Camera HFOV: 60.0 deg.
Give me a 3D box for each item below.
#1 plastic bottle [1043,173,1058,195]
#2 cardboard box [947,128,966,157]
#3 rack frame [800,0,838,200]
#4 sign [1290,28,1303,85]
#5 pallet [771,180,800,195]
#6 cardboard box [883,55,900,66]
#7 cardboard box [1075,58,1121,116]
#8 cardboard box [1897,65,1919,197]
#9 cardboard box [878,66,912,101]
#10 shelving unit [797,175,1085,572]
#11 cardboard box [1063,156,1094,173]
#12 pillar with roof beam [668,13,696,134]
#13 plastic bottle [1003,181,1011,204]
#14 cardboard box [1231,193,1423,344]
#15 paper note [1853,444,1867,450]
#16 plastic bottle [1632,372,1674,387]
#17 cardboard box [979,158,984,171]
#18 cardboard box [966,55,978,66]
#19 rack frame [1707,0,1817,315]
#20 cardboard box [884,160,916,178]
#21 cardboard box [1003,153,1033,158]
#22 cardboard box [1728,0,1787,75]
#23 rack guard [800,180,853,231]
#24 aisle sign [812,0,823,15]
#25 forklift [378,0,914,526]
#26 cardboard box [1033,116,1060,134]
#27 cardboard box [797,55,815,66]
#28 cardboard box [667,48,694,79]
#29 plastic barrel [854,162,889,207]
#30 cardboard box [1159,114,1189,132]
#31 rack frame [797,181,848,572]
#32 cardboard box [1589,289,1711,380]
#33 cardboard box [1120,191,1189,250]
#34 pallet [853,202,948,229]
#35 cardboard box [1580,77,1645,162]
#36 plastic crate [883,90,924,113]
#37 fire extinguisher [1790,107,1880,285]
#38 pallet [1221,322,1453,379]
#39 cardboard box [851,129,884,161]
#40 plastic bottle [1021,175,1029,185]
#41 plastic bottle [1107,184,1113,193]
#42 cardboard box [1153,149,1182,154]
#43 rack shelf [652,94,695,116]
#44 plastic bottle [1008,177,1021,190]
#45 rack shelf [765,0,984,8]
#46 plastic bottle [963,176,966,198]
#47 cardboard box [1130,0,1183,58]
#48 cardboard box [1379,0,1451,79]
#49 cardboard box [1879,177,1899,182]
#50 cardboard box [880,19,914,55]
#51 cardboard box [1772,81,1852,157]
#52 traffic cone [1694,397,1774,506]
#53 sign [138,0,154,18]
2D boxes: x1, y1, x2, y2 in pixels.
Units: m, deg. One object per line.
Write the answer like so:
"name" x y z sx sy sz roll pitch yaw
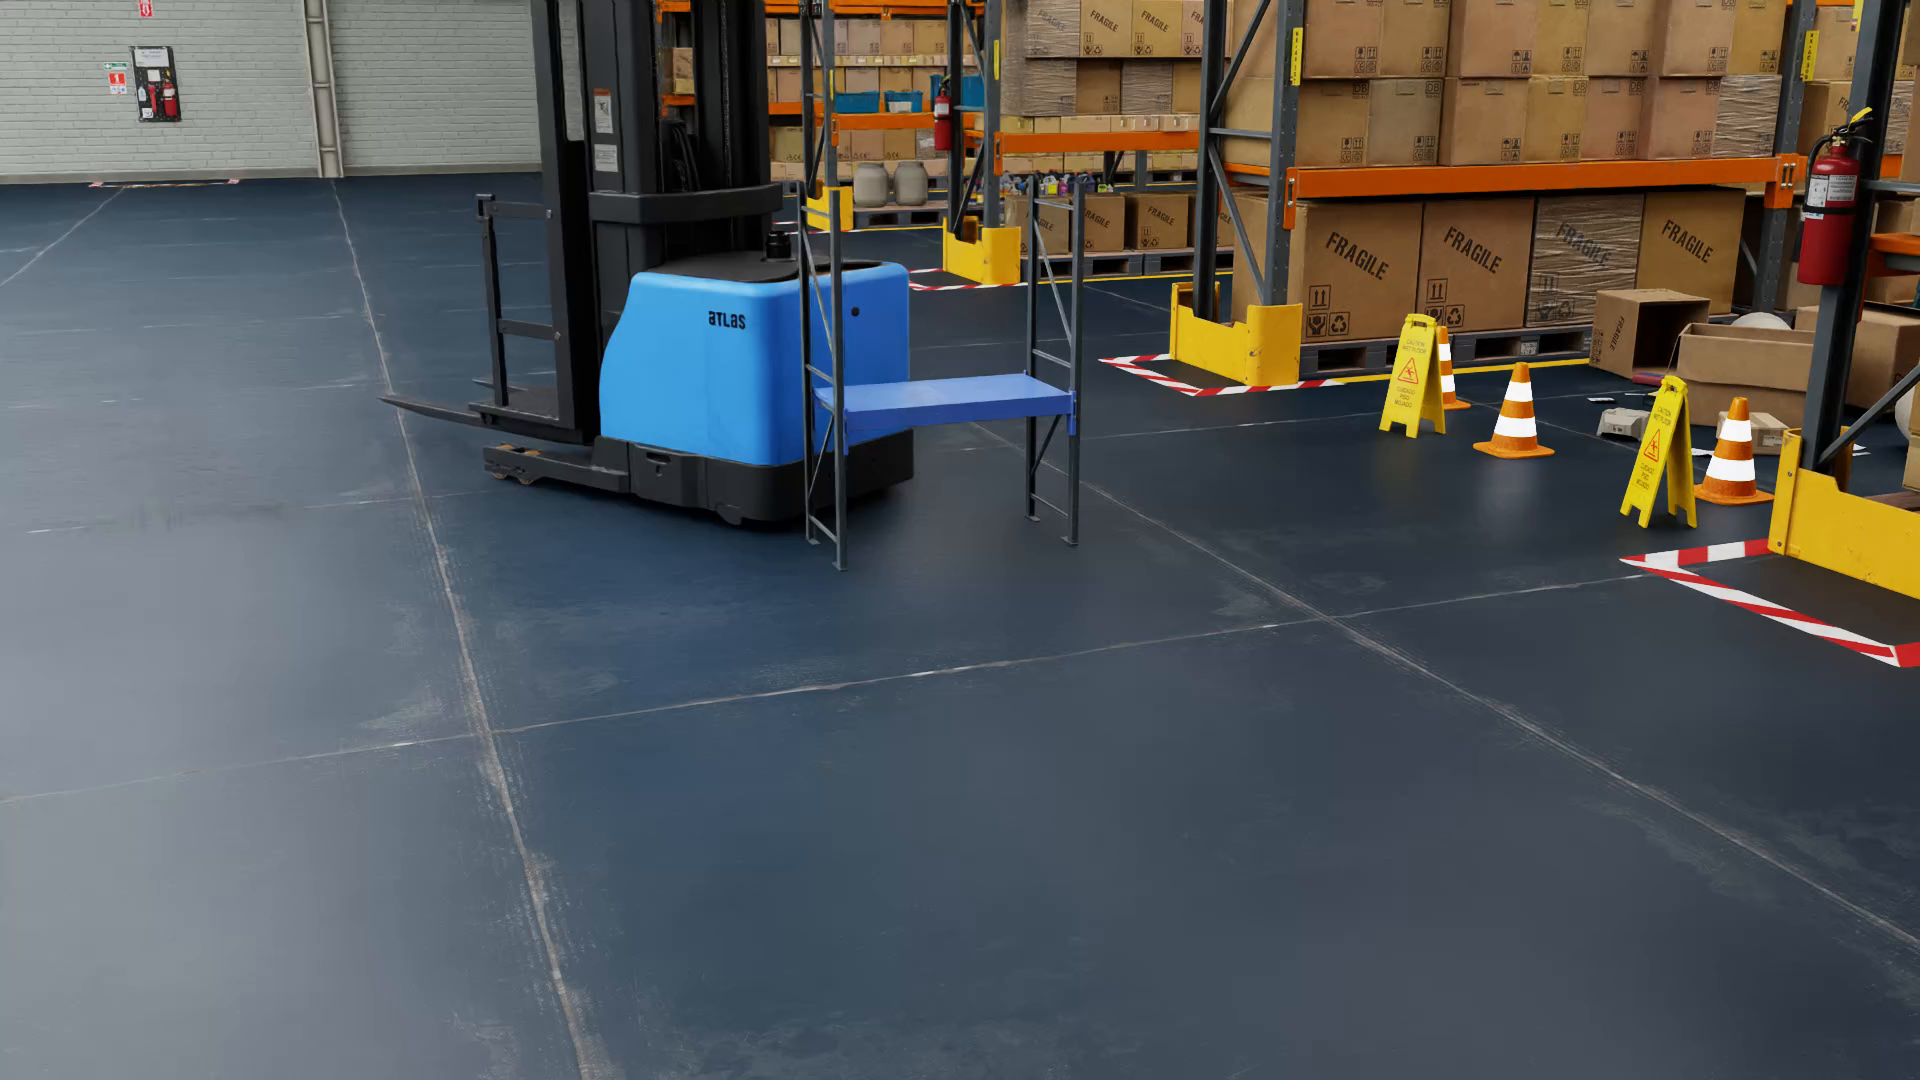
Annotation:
"plastic bottle" 1.104 -4.327 20.430 0.185 0.351 0.144 -6 17 -20
"cardboard box" -0.231 -6.161 25.558 0.500 0.500 0.500 -6 17 -20
"rack frame" -1.652 -5.176 19.401 0.127 3.000 1.000 -6 17 -20
"sign" 1.994 -2.865 9.852 0.005 0.325 0.100 -6 17 -20
"pallet" -2.722 -5.230 24.533 1.213 0.211 1.003 -6 17 -20
"cardboard box" -1.049 -7.031 24.388 0.250 0.149 0.380 -6 17 -18
"cardboard box" 1.068 -4.194 15.351 0.500 0.500 0.875 -6 17 -20
"cardboard box" 4.074 -1.584 6.462 0.500 0.500 0.500 -6 18 -21
"cardboard box" -1.058 -6.780 24.686 0.500 0.500 0.700 -6 17 -19
"shelving unit" -0.080 -0.711 6.858 1.048 1.500 0.538 -6 17 -20
"cardboard box" 1.740 -5.845 25.813 0.500 0.250 0.500 -7 18 -22
"pillar with roof beam" -3.313 -9.827 24.590 0.400 9.000 9.100 -6 17 -20
"plastic bottle" 0.566 -4.224 20.219 0.097 0.271 0.097 0 16 0
"cardboard box" 2.410 -1.826 11.017 0.875 0.875 0.875 -6 17 -20
"paper note" 4.683 -0.501 8.770 0.142 0.019 0.148 0 16 -1
"plastic bottle" 4.364 -0.995 10.379 0.133 0.061 0.283 -14 21 -39
"cardboard box" 0.598 -5.883 25.944 0.500 0.250 0.500 -6 18 -21
"cardboard box" 0.137 -7.159 24.823 0.250 0.149 0.380 -6 17 -20
"rack frame" 5.536 -2.961 11.858 0.127 3.000 1.000 -6 17 -20
"cardboard box" -0.973 -5.559 24.839 0.500 0.250 0.500 -6 17 -20
"cardboard box" 0.789 -6.010 25.382 0.500 0.311 0.500 -6 17 -20
"cardboard box" 5.179 -3.523 11.589 0.550 0.550 0.875 -6 17 -20
"rack guard" -1.598 -3.997 19.822 0.348 0.500 1.175 -6 17 -20
"aisle sign" -1.615 -6.339 18.748 0.004 0.787 0.394 -6 17 -20
"forklift" -1.705 -1.778 7.951 3.031 2.935 1.130 12 20 35
"cardboard box" 0.712 -3.739 14.952 0.250 0.149 0.380 -6 17 -20
"cardboard box" -2.262 -6.899 23.939 0.250 0.149 0.380 -6 18 -21
"cardboard box" -4.644 -8.049 28.085 0.500 0.500 0.500 -6 17 -20
"plastic barrel" -1.065 -4.270 19.987 0.421 0.512 0.421 0 16 0
"cardboard box" 1.907 -3.844 15.311 0.250 0.149 0.380 -6 17 -20
"rack frame" -0.554 -0.660 6.683 0.032 1.500 0.500 -6 17 -20
"cardboard box" 4.453 -1.336 10.758 0.500 0.500 0.500 -3 17 -11
"cardboard box" 1.847 -3.061 15.890 0.500 0.500 0.500 -4 17 -15
"pallet" -0.838 -3.939 20.136 1.213 0.211 1.003 -6 17 -20
"cardboard box" 4.144 -2.908 11.411 0.550 0.550 0.875 -6 17 -20
"plastic crate" -0.683 -5.298 20.080 0.408 0.251 0.499 -6 17 -20
"fire extinguisher" 3.394 -1.338 6.469 0.183 0.674 0.296 -6 17 -20
"pallet" 2.519 -1.321 11.222 1.213 0.211 1.003 -6 17 -20
"cardboard box" -1.439 -5.868 24.560 0.500 0.500 0.500 -6 17 -20
"plastic bottle" 0.835 -4.490 21.106 0.133 0.283 0.061 -5 17 -18
"plastic bottle" 1.856 -4.329 20.703 0.097 0.201 0.097 0 16 0
"cardboard box" 3.165 -6.266 26.252 0.500 0.311 0.500 -6 18 -21
"rack shelf" -3.330 -7.639 29.065 4.000 0.370 1.077 -6 17 -20
"plastic bottle" 0.684 -4.413 20.856 0.135 0.276 0.152 -6 17 -20
"rack shelf" -1.554 -7.776 24.206 4.000 0.370 1.077 -6 17 -20
"plastic bottle" 0.009 -4.401 20.802 0.133 0.283 0.061 -6 17 -19
"cardboard box" 1.667 -4.627 15.050 0.500 0.500 0.500 -6 17 -20
"cardboard box" 2.641 -3.255 10.676 0.550 0.550 0.875 -6 17 -20
"cardboard box" 9.901 -4.105 18.778 0.875 0.875 1.225 -7 18 -22
"cardboard box" -1.037 -7.406 24.513 0.500 0.500 0.700 -6 17 -20
"cardboard box" 6.123 -2.991 11.784 0.500 0.500 0.500 -6 17 -19
"traffic cone" 3.606 -0.431 7.745 0.334 0.463 0.336 -6 17 -20
"sign" -12.820 -8.375 26.178 0.199 0.298 0.001 -6 17 -20
